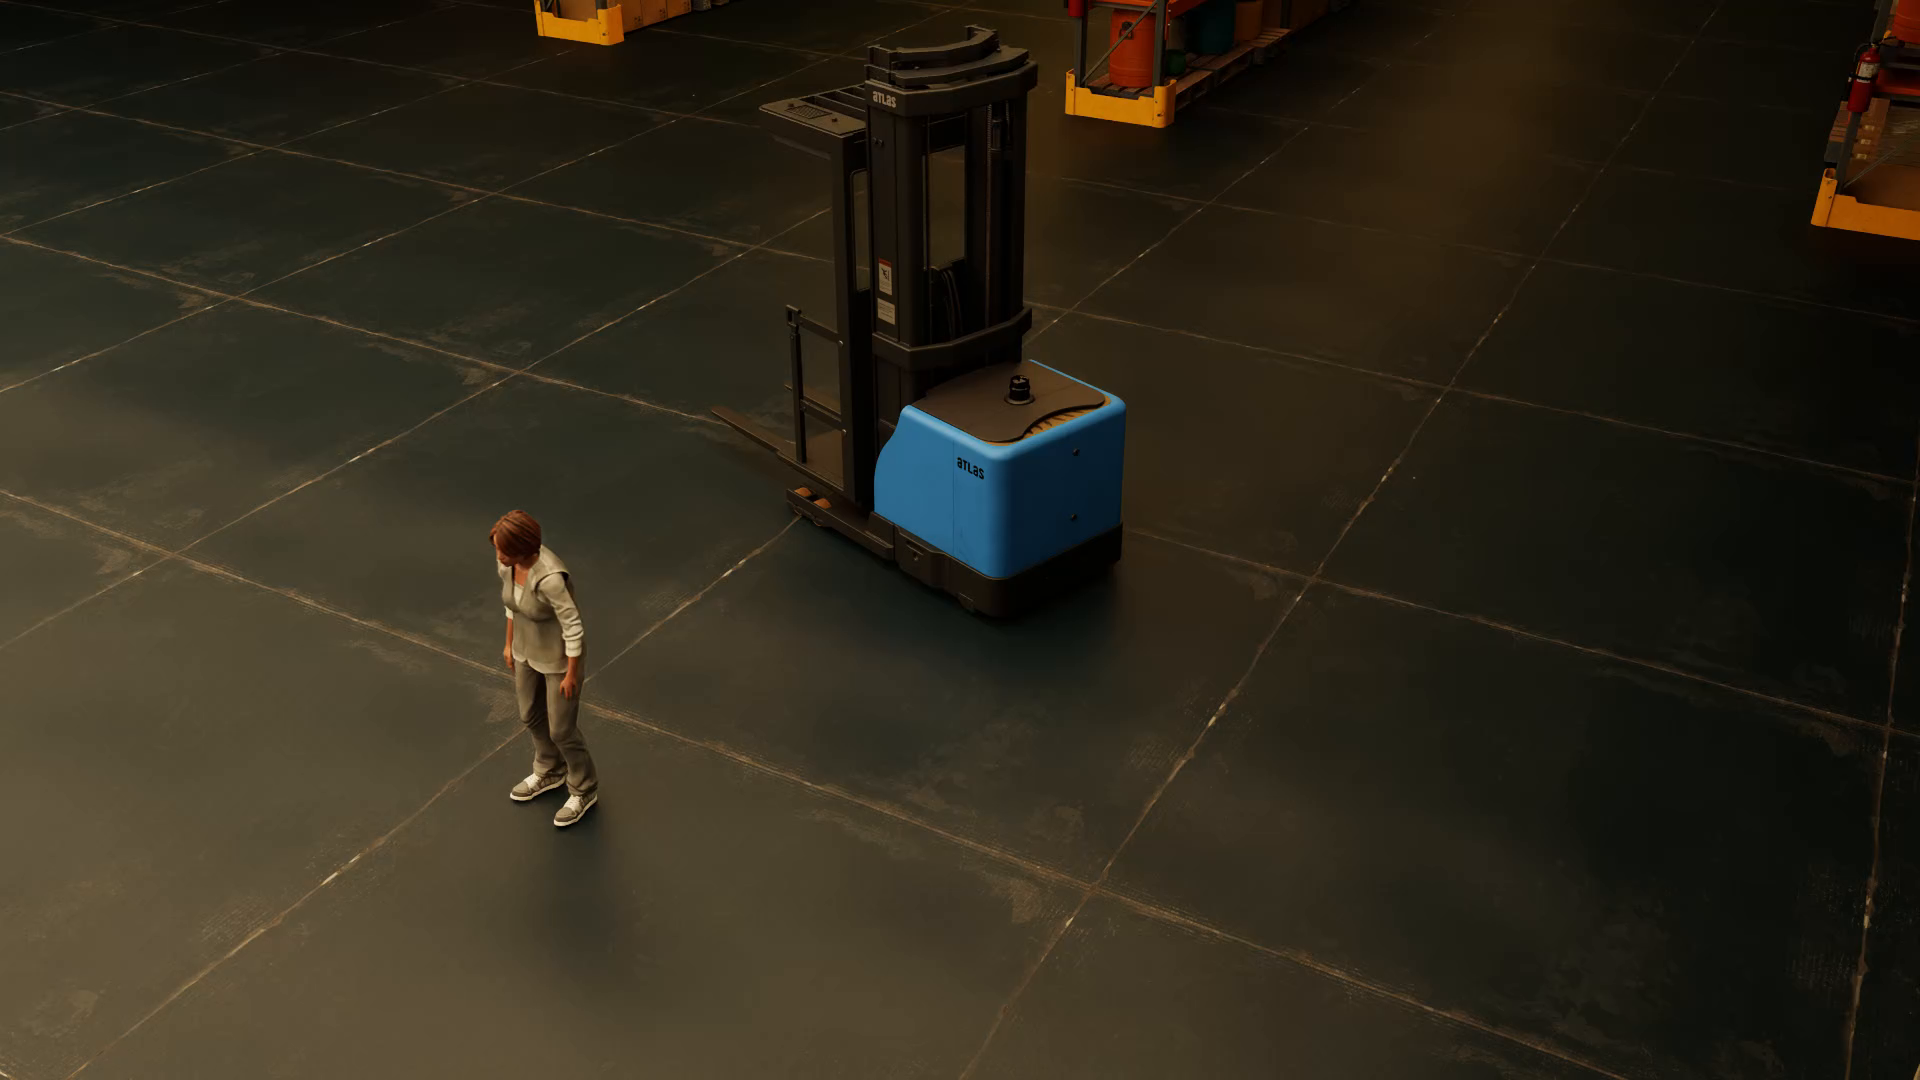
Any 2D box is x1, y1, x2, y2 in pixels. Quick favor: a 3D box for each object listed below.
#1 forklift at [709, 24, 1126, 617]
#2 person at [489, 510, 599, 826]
[{"bbox_3d":[-0.417,-1.503,9.675,1.130,2.935,3.031,-24,38,-35],"label":"forklift"},{"bbox_3d":[-1.863,0.548,7.462,0.470,1.591,0.350,21,36,32],"label":"person"}]
